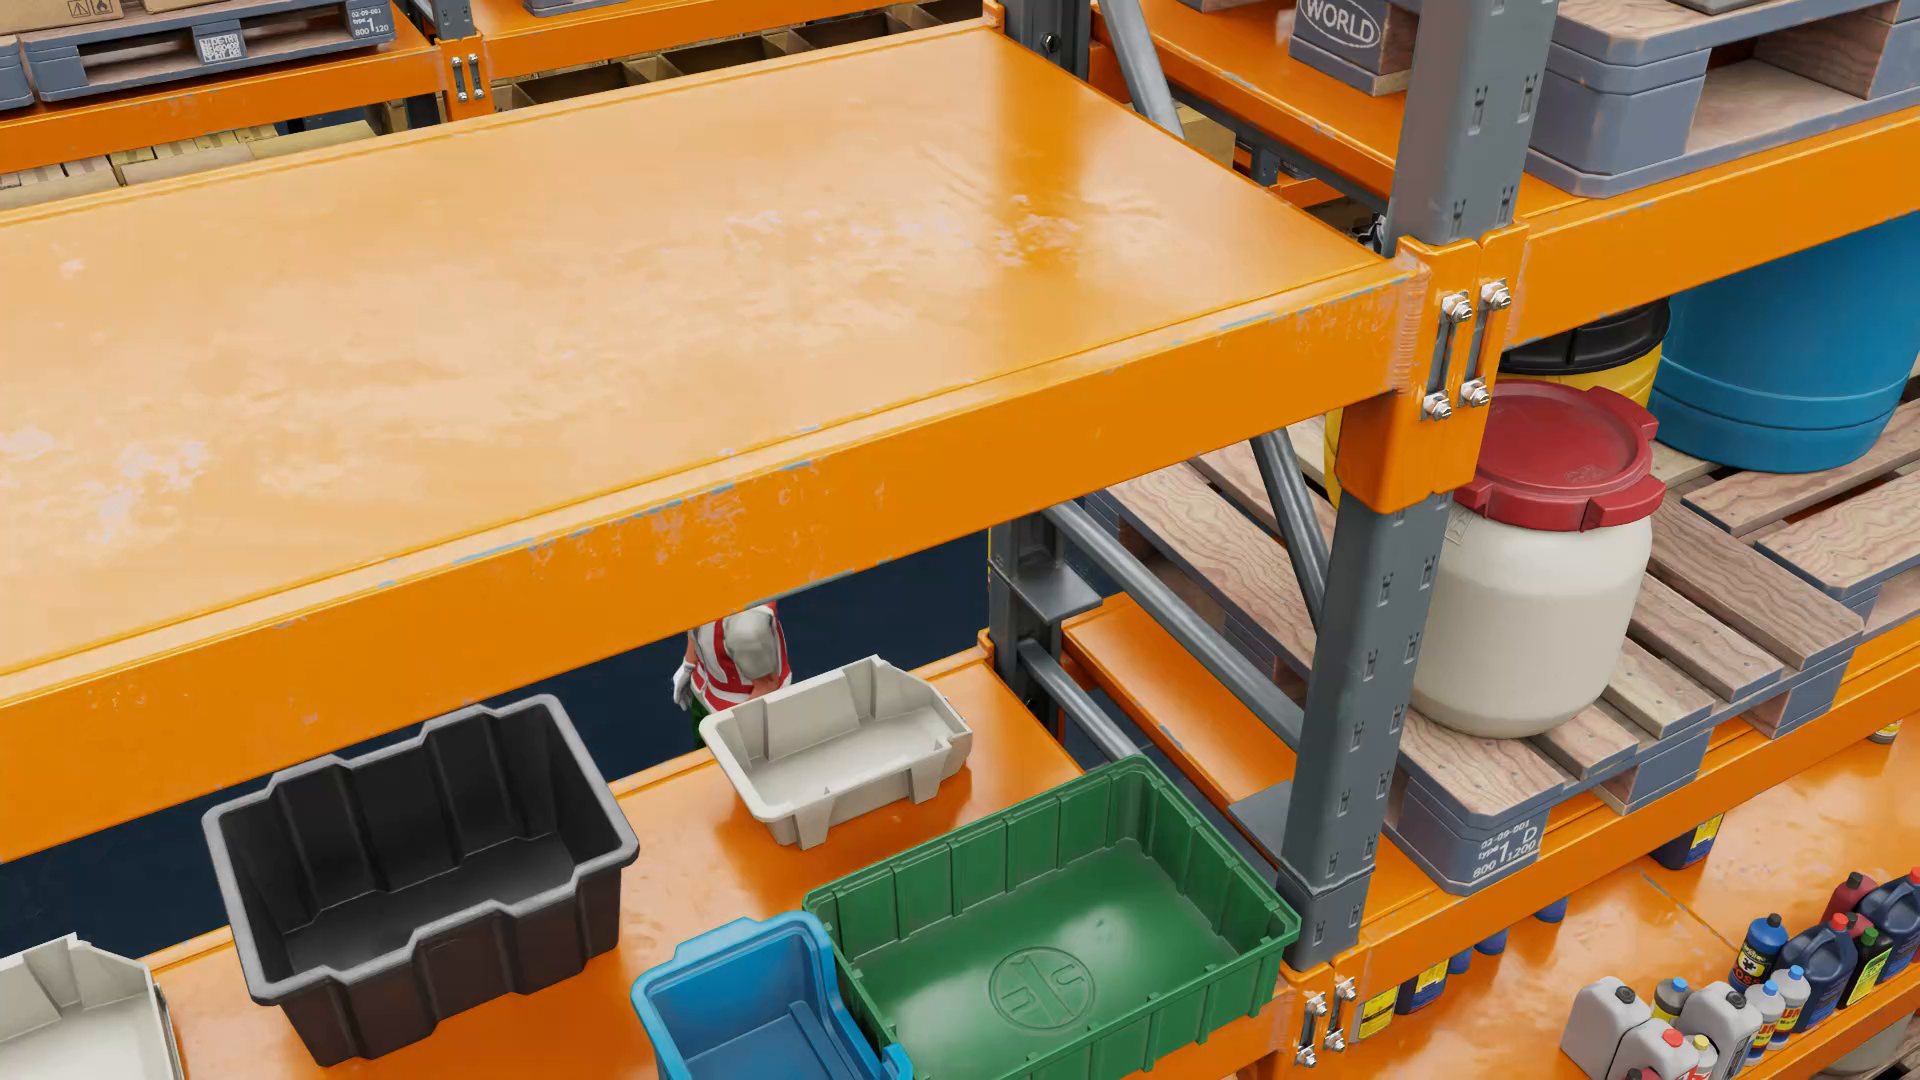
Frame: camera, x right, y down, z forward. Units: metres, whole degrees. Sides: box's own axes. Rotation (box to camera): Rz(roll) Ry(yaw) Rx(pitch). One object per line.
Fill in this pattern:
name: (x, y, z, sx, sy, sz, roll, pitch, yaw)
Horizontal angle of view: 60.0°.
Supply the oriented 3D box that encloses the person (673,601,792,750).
person: (-0.850, 0.608, 6.092, 0.435, 1.781, 0.568, -20, 41, -25)
